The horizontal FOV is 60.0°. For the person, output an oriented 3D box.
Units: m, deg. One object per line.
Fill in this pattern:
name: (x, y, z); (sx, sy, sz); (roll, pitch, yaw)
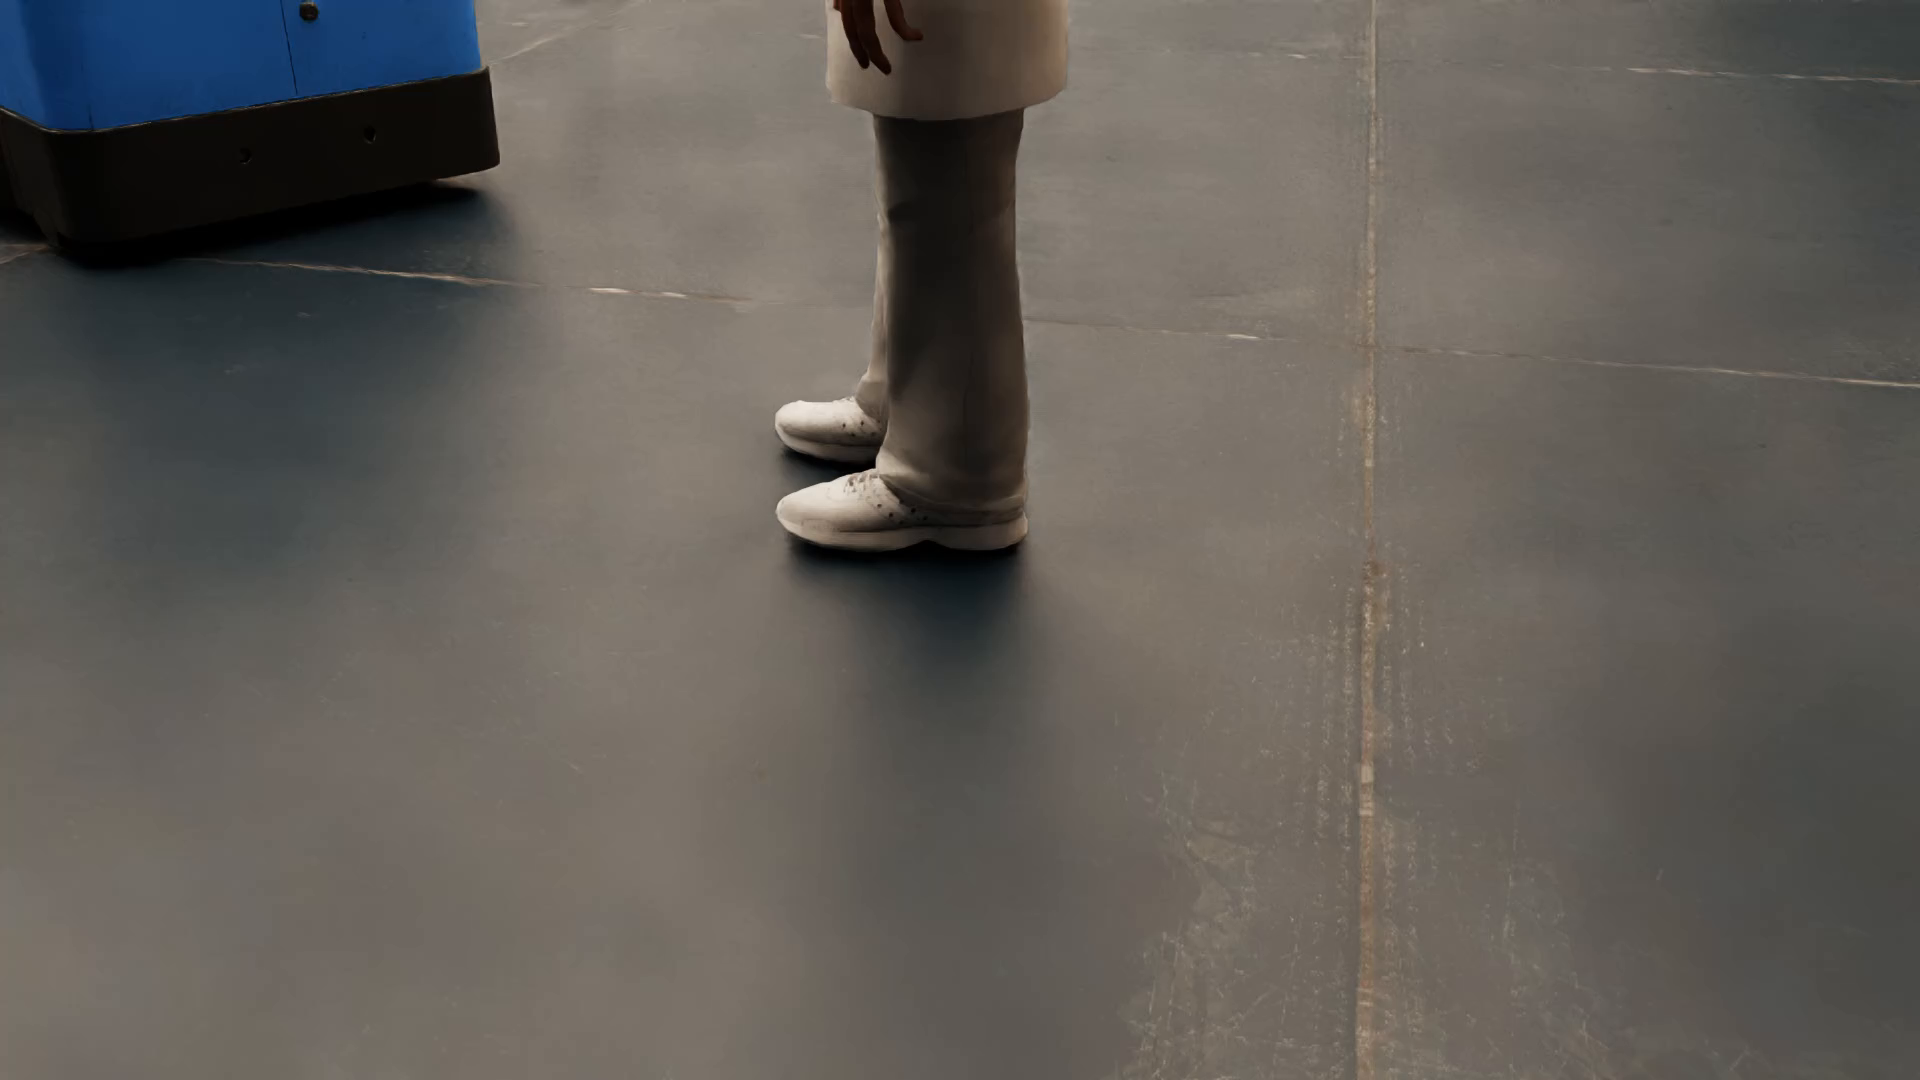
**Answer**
person: (-0.088, -0.811, 2.118); (0.579, 1.776, 0.694); (6, 27, 11)

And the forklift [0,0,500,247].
forklift: (-2.561, -2.528, 4.257); (1.130, 2.935, 3.031); (-24, 35, -38)
